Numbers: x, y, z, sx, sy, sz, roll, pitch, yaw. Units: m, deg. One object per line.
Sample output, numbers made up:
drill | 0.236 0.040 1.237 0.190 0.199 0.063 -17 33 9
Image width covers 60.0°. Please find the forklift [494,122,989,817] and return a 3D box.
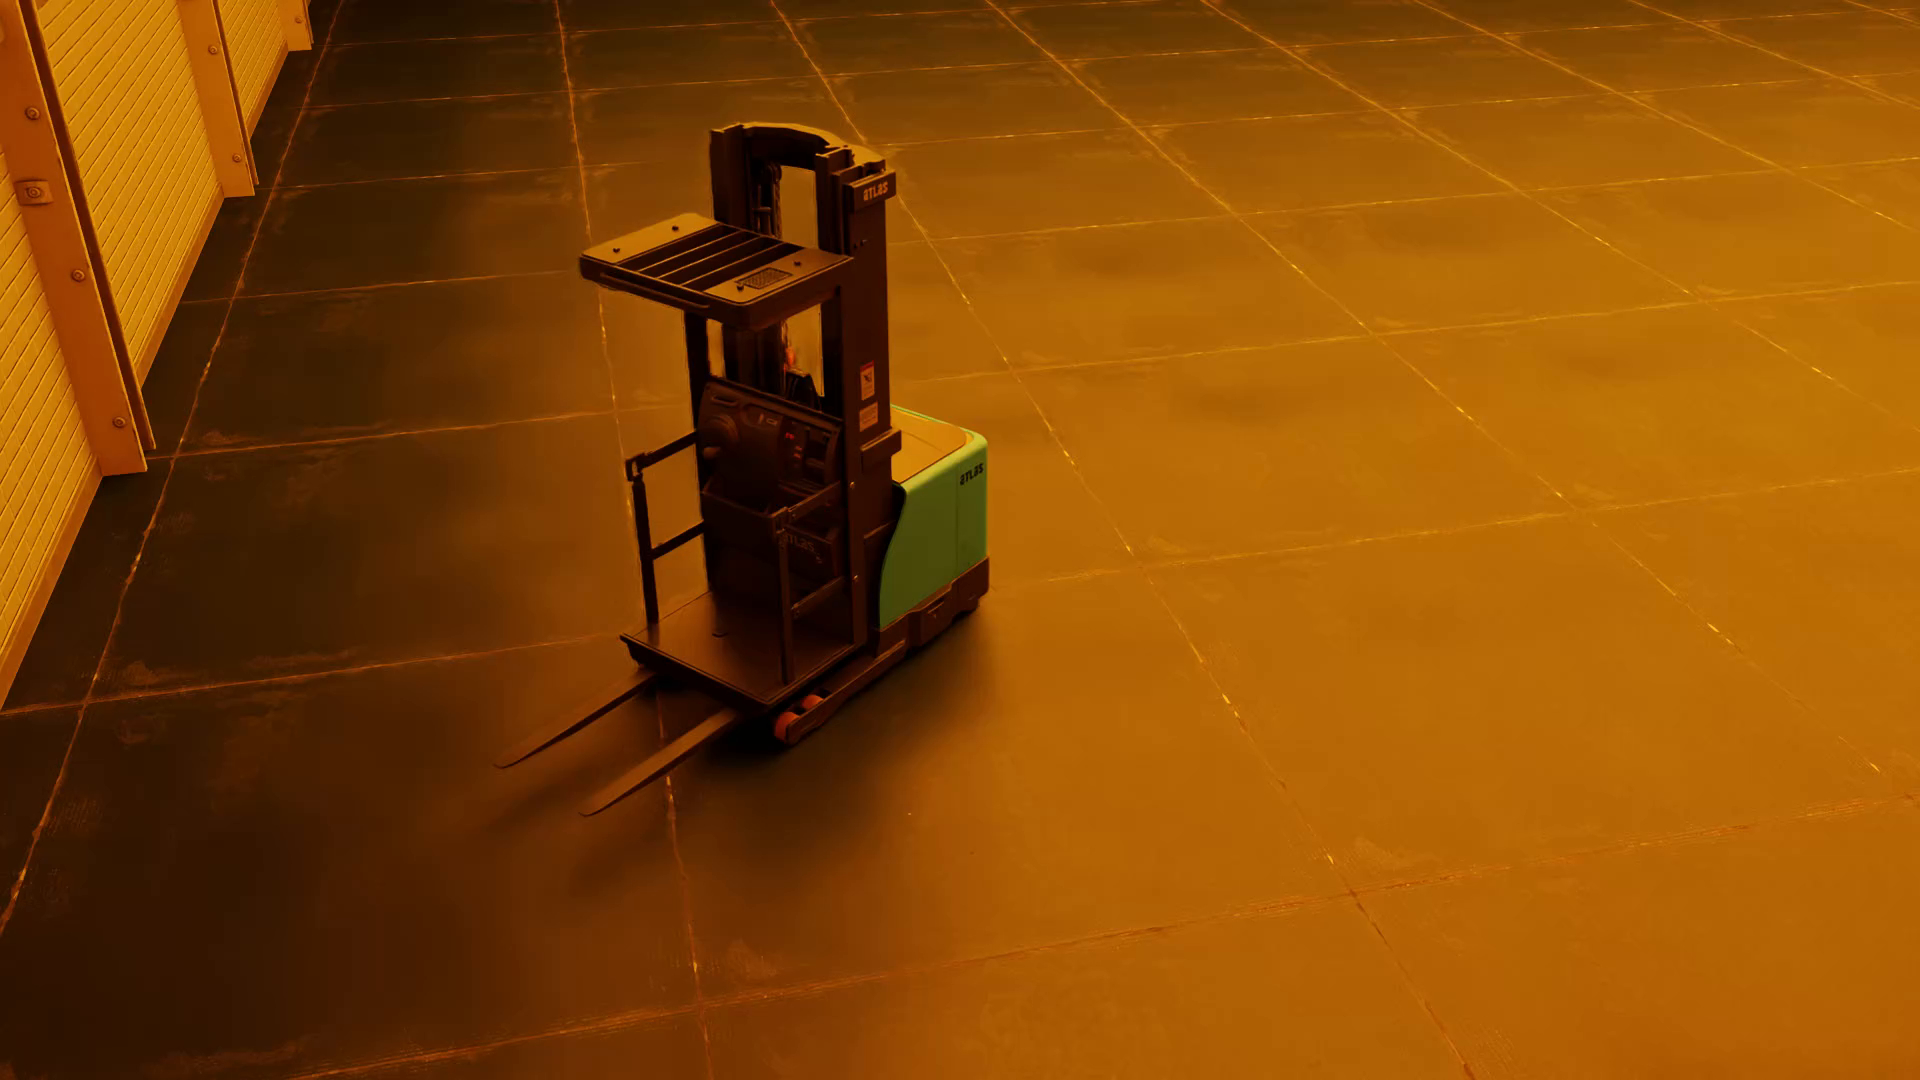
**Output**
forklift | -1.114 -0.483 8.409 1.130 2.935 3.031 21 36 31

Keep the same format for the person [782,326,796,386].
person | -1.327 -0.980 10.796 0.517 1.567 0.941 -20 36 -31
